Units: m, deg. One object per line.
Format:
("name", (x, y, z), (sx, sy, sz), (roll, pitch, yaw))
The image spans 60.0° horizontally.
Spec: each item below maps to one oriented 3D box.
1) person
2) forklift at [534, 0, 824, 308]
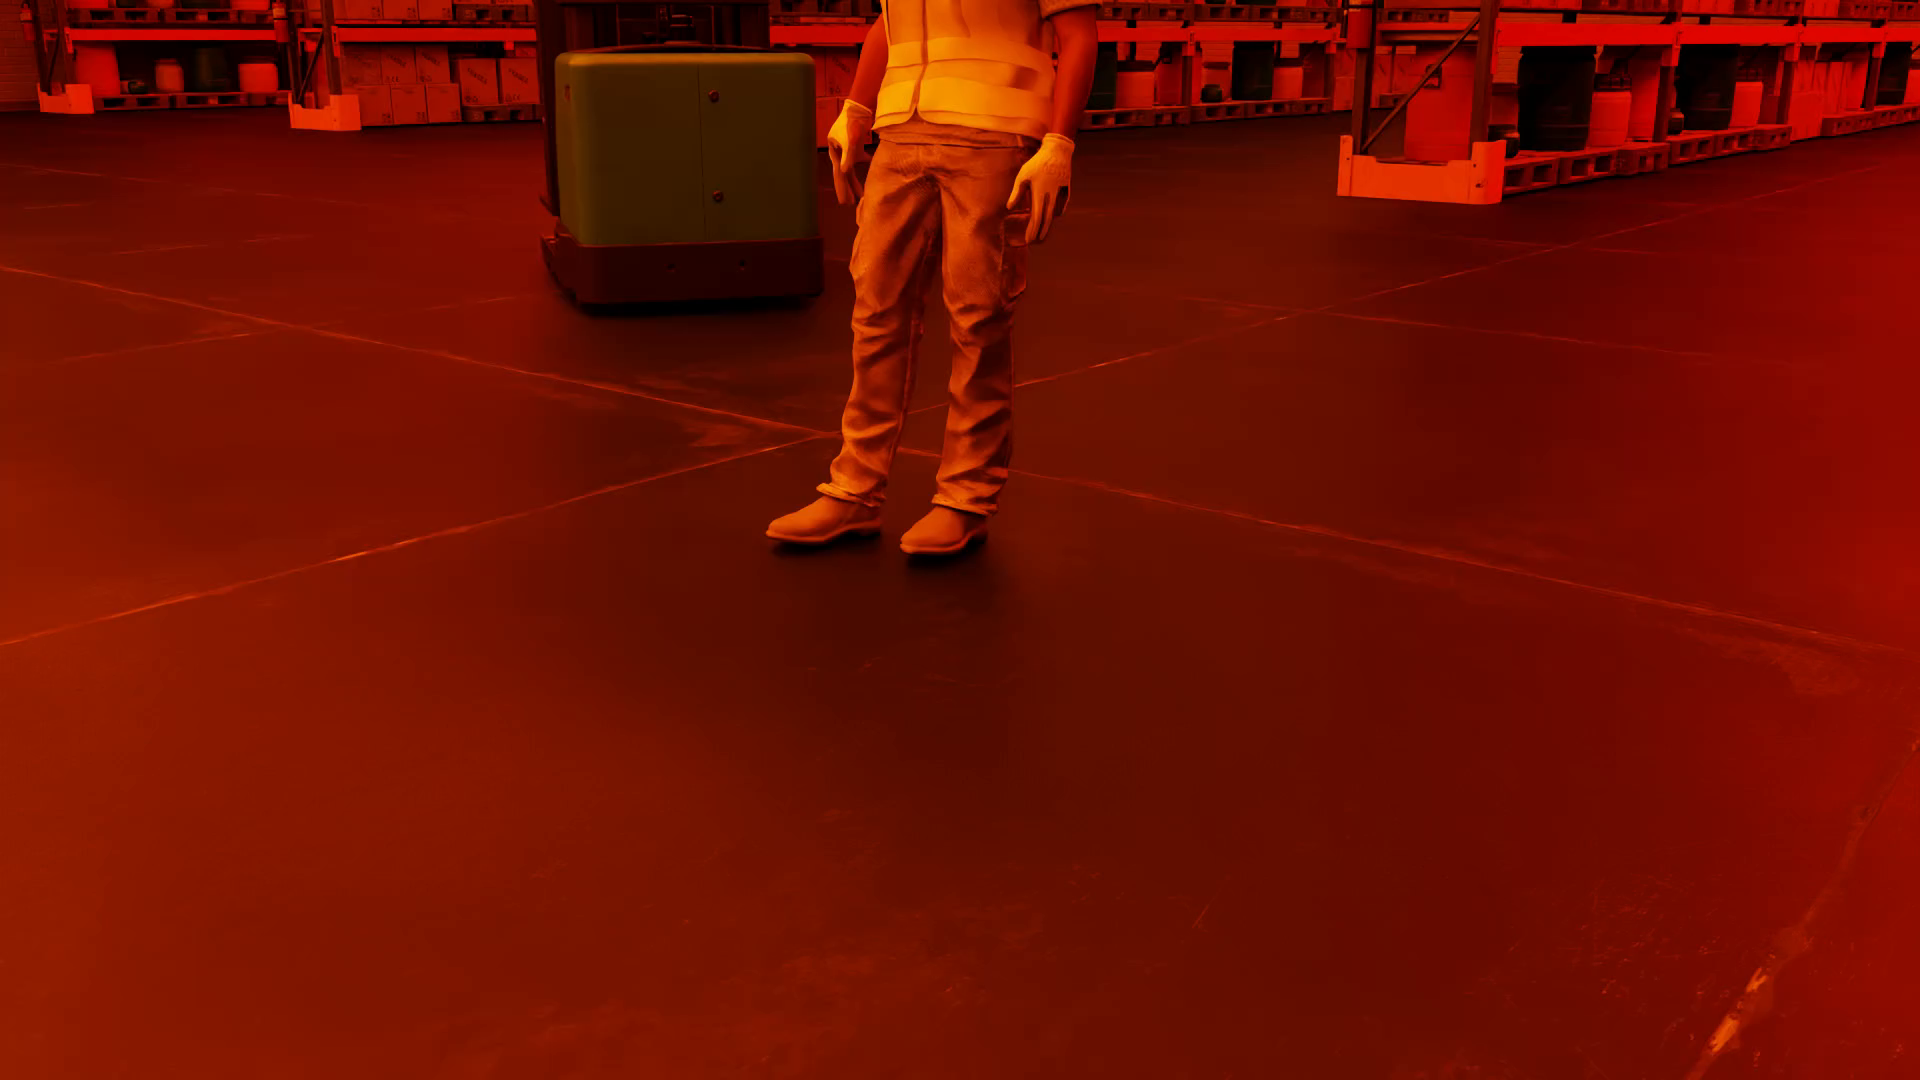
("person", (-0.052, -0.846, 3.633), (0.656, 1.782, 0.577), (13, 21, 37))
("forklift", (-1.525, -2.776, 8.041), (1.130, 2.935, 3.031), (-5, 18, -17))
